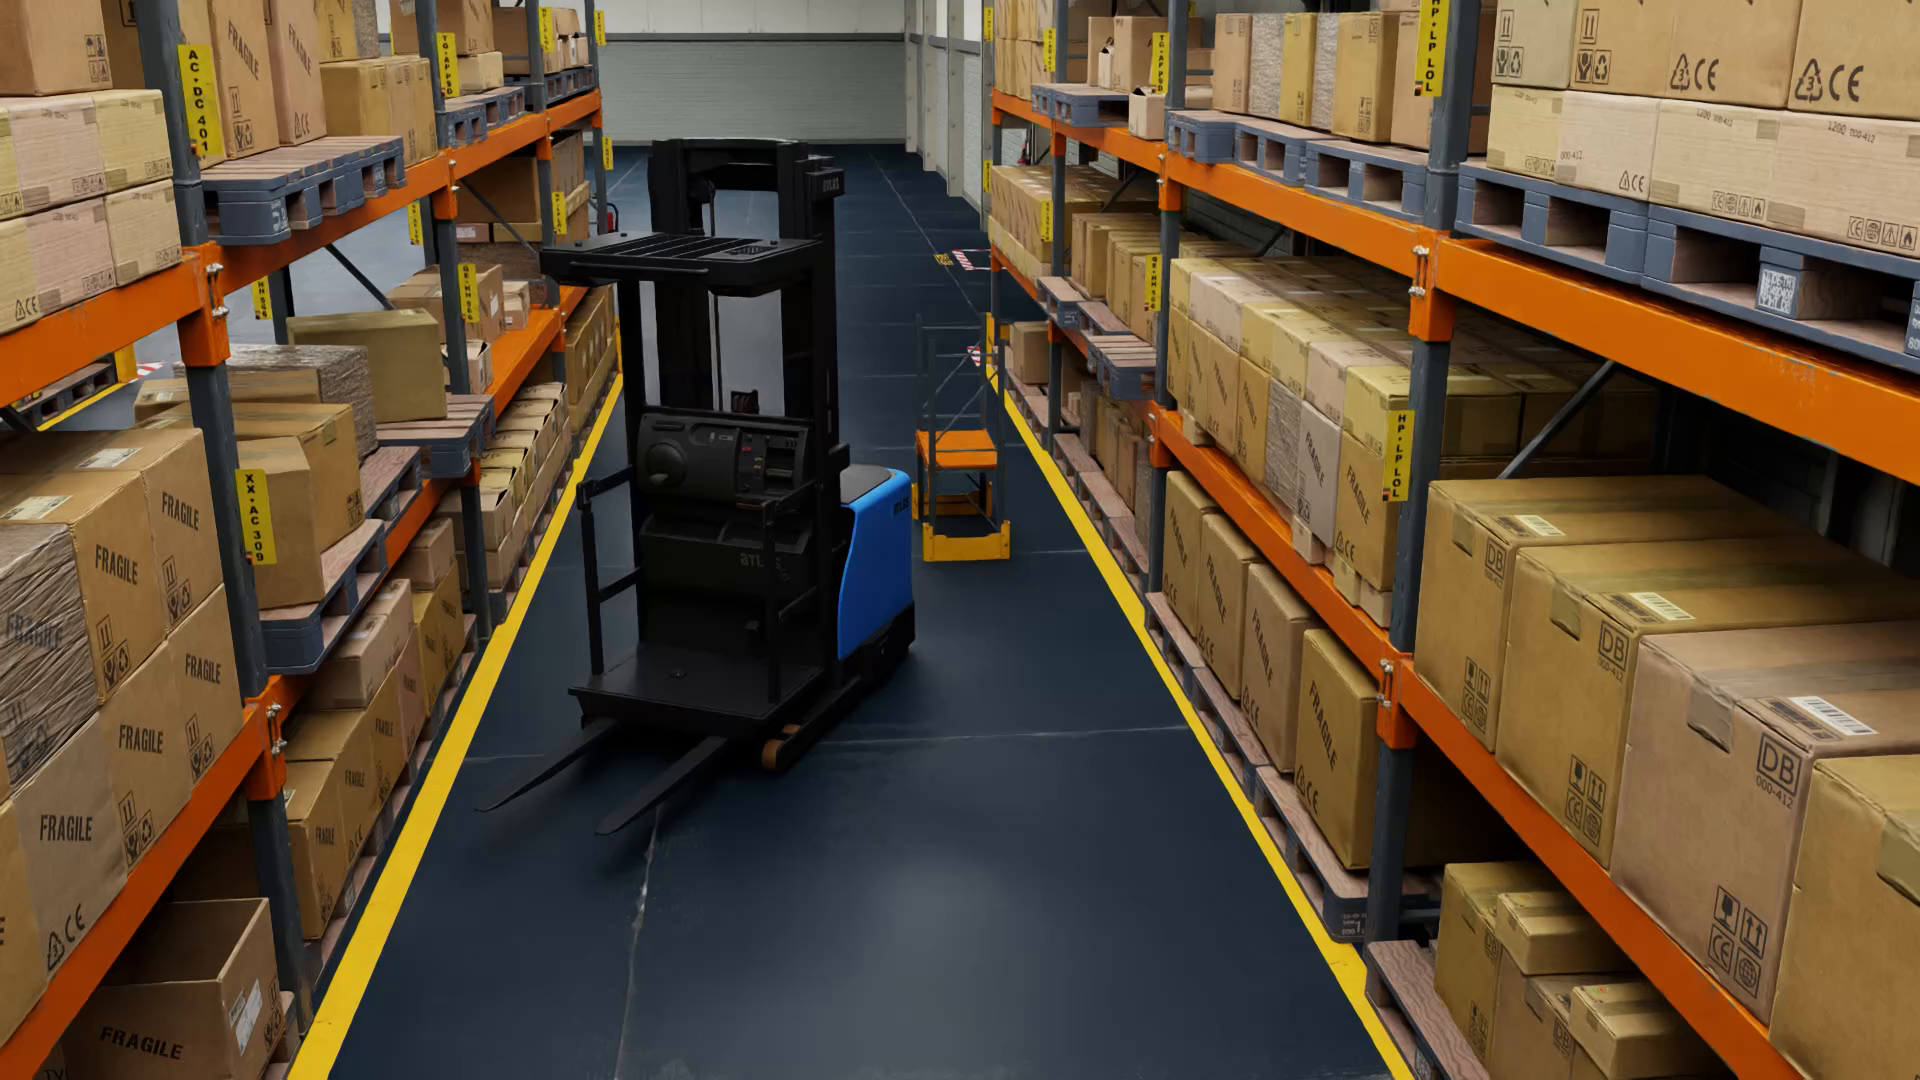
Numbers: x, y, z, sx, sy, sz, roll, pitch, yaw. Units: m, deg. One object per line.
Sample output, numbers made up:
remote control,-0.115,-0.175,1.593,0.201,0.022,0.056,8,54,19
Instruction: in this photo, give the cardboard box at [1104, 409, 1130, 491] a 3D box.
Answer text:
cardboard box,1.454,-0.674,12.255,0.700,0.500,0.500,-2,17,-5

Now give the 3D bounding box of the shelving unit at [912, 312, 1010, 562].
shelving unit,-0.008,-0.738,11.525,0.587,1.500,1.083,-2,18,-6

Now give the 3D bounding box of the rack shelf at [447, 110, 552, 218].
rack shelf,-3.475,-2.519,10.886,1.077,0.370,4.000,-2,18,-6

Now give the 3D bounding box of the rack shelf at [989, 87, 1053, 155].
rack shelf,1.039,-3.865,15.173,1.077,0.370,4.000,-2,18,-6

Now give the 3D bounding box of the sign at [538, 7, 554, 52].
sign,-3.143,-3.875,12.614,0.100,0.325,0.005,-2,18,-6

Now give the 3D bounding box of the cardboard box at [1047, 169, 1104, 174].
cardboard box,1.135,-3.384,16.415,0.500,0.500,0.500,-2,17,-5

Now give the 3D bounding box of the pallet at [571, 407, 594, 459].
pallet,-3.722,-0.935,14.302,1.003,0.211,1.213,-2,18,-6

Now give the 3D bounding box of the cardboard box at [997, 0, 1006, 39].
cardboard box,0.633,-5.065,15.925,0.500,0.500,0.500,-2,18,-6

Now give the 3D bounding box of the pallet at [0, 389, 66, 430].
pallet,-8.766,-1.110,14.861,1.003,0.211,1.213,-2,18,-6

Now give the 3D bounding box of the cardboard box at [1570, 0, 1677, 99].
cardboard box,1.924,-1.389,4.216,0.500,0.500,0.500,-2,18,-7

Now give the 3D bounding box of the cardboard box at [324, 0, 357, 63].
cardboard box,-3.178,-2.509,7.817,0.500,0.500,0.500,-2,18,-6

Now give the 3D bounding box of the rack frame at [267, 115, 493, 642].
rack frame,-3.269,-0.835,9.330,1.000,3.000,0.127,-2,18,-6

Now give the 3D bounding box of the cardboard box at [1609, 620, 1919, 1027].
cardboard box,2.265,0.656,4.080,0.980,0.700,0.700,-3,18,-8

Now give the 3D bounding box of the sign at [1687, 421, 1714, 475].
sign,2.622,-0.266,5.939,0.100,0.325,0.005,-2,18,-6

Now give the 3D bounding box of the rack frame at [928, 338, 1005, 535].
rack frame,0.044,-0.590,11.051,0.500,1.500,0.032,-2,18,-6

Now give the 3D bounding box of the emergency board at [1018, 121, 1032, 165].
emergency board,0.930,-5.716,24.876,0.194,1.169,0.643,-2,18,-6

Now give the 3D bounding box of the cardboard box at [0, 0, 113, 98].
cardboard box,-2.768,-1.456,4.462,0.700,0.500,0.500,-2,18,-6

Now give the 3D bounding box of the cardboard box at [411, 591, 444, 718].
cardboard box,-2.886,0.573,8.282,0.500,0.500,0.500,-2,18,-8

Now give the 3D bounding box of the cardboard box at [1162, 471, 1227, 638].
cardboard box,1.603,0.059,9.369,0.750,0.750,0.750,-2,18,-6

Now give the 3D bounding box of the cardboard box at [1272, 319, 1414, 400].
cardboard box,1.672,-0.790,7.238,0.500,0.250,0.500,-1,17,-5

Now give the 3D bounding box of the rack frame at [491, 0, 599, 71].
rack frame,-4.094,-6.081,16.023,1.000,3.000,0.127,-2,18,-6

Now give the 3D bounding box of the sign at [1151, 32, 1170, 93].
sign,1.118,-2.651,9.242,0.100,0.325,0.005,-2,18,-6

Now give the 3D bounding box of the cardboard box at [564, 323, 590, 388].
cardboard box,-3.477,-1.570,14.307,0.500,0.500,0.500,-2,18,-6

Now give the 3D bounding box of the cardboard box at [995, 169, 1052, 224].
cardboard box,0.624,-3.369,16.367,0.500,0.500,0.500,-2,18,-5

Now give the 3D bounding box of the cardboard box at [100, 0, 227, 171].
cardboard box,-2.835,-1.523,5.477,0.600,0.600,0.600,-3,18,-11

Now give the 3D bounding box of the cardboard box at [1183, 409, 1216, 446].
cardboard box,1.422,-0.617,9.019,0.380,0.149,0.250,-1,17,-4

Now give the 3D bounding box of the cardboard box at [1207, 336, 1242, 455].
cardboard box,1.548,-0.732,8.303,0.500,0.500,0.500,-2,18,-6

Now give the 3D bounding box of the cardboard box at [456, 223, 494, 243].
cardboard box,-3.923,-2.458,13.250,0.380,0.149,0.250,-2,18,-6

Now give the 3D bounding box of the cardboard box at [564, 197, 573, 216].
cardboard box,-3.703,-3.006,14.994,0.380,0.149,0.250,-2,18,-6

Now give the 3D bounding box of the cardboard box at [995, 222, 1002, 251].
cardboard box,0.635,-3.001,16.446,0.500,0.250,0.500,-2,18,-7

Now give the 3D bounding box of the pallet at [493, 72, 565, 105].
pallet,-3.795,-3.669,13.496,1.003,0.211,1.213,-2,18,-6

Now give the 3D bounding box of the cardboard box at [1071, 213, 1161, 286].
cardboard box,1.264,-2.286,13.049,0.700,0.500,0.500,-2,18,-5

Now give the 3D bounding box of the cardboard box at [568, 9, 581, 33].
cardboard box,-4.039,-4.795,15.827,0.797,0.503,0.637,-1,17,-2

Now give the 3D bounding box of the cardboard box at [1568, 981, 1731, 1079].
cardboard box,1.954,1.374,4.681,0.380,0.149,0.250,-2,18,-7

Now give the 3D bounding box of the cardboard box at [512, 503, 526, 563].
cardboard box,-3.083,-0.039,10.681,0.500,0.250,0.500,-2,18,-7

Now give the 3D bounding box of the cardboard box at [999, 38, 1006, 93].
cardboard box,0.639,-4.593,16.090,0.500,0.500,0.500,-1,17,-2

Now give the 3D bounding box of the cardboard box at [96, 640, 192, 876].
cardboard box,-2.495,0.603,4.580,0.500,0.500,0.500,-1,17,-4

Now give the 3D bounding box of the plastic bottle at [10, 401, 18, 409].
plastic bottle,-8.362,-1.313,14.538,0.144,0.351,0.185,-1,17,-3

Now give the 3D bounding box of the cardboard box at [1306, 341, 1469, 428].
cardboard box,1.725,-0.638,6.754,0.500,0.250,0.500,-1,17,-4

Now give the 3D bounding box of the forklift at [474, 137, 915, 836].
forklift,-1.260,-0.407,8.079,1.130,2.935,3.031,7,19,20

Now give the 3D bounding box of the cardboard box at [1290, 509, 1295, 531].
cardboard box,1.678,-0.084,7.323,0.380,0.149,0.250,-2,18,-6

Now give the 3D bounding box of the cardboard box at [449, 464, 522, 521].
cardboard box,-3.093,-0.313,10.618,0.500,0.311,0.500,-2,18,-7

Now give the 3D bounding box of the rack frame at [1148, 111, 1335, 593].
rack frame,1.658,-0.989,9.821,1.000,3.000,0.127,-2,18,-6

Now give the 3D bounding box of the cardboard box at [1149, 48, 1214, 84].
cardboard box,1.617,-2.868,10.592,0.797,0.503,0.637,1,17,2

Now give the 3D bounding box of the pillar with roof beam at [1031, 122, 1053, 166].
pillar with roof beam,-3.135,-7.708,21.205,9.100,9.000,0.400,-2,18,-6

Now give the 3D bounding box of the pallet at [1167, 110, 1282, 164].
pallet,1.777,-2.140,8.794,1.213,0.211,1.003,-1,17,-3

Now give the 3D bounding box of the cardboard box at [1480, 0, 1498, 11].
cardboard box,2.110,-2.110,6.230,0.500,0.250,0.500,-1,17,-2

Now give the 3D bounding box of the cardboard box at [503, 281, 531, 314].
cardboard box,-3.587,-1.810,12.685,0.500,0.250,0.500,-1,17,-2

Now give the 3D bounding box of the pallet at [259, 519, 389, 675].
pallet,-2.830,0.207,6.331,1.003,0.211,1.213,-2,18,-6

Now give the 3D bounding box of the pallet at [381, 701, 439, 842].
pallet,-3.107,1.082,7.880,1.003,0.211,1.213,-2,18,-6

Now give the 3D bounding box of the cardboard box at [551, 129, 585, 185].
cardboard box,-4.053,-3.730,16.218,0.700,0.500,0.500,-2,18,-5

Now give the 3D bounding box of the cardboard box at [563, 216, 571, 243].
cardboard box,-3.896,-2.666,14.993,0.700,0.500,0.500,-1,17,-4

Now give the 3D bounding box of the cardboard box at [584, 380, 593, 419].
cardboard box,-3.474,-1.212,14.419,0.500,0.250,0.500,-2,18,-6

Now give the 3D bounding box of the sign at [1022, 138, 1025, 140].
sign,0.967,-6.152,25.321,0.001,0.109,0.331,-2,18,-6
